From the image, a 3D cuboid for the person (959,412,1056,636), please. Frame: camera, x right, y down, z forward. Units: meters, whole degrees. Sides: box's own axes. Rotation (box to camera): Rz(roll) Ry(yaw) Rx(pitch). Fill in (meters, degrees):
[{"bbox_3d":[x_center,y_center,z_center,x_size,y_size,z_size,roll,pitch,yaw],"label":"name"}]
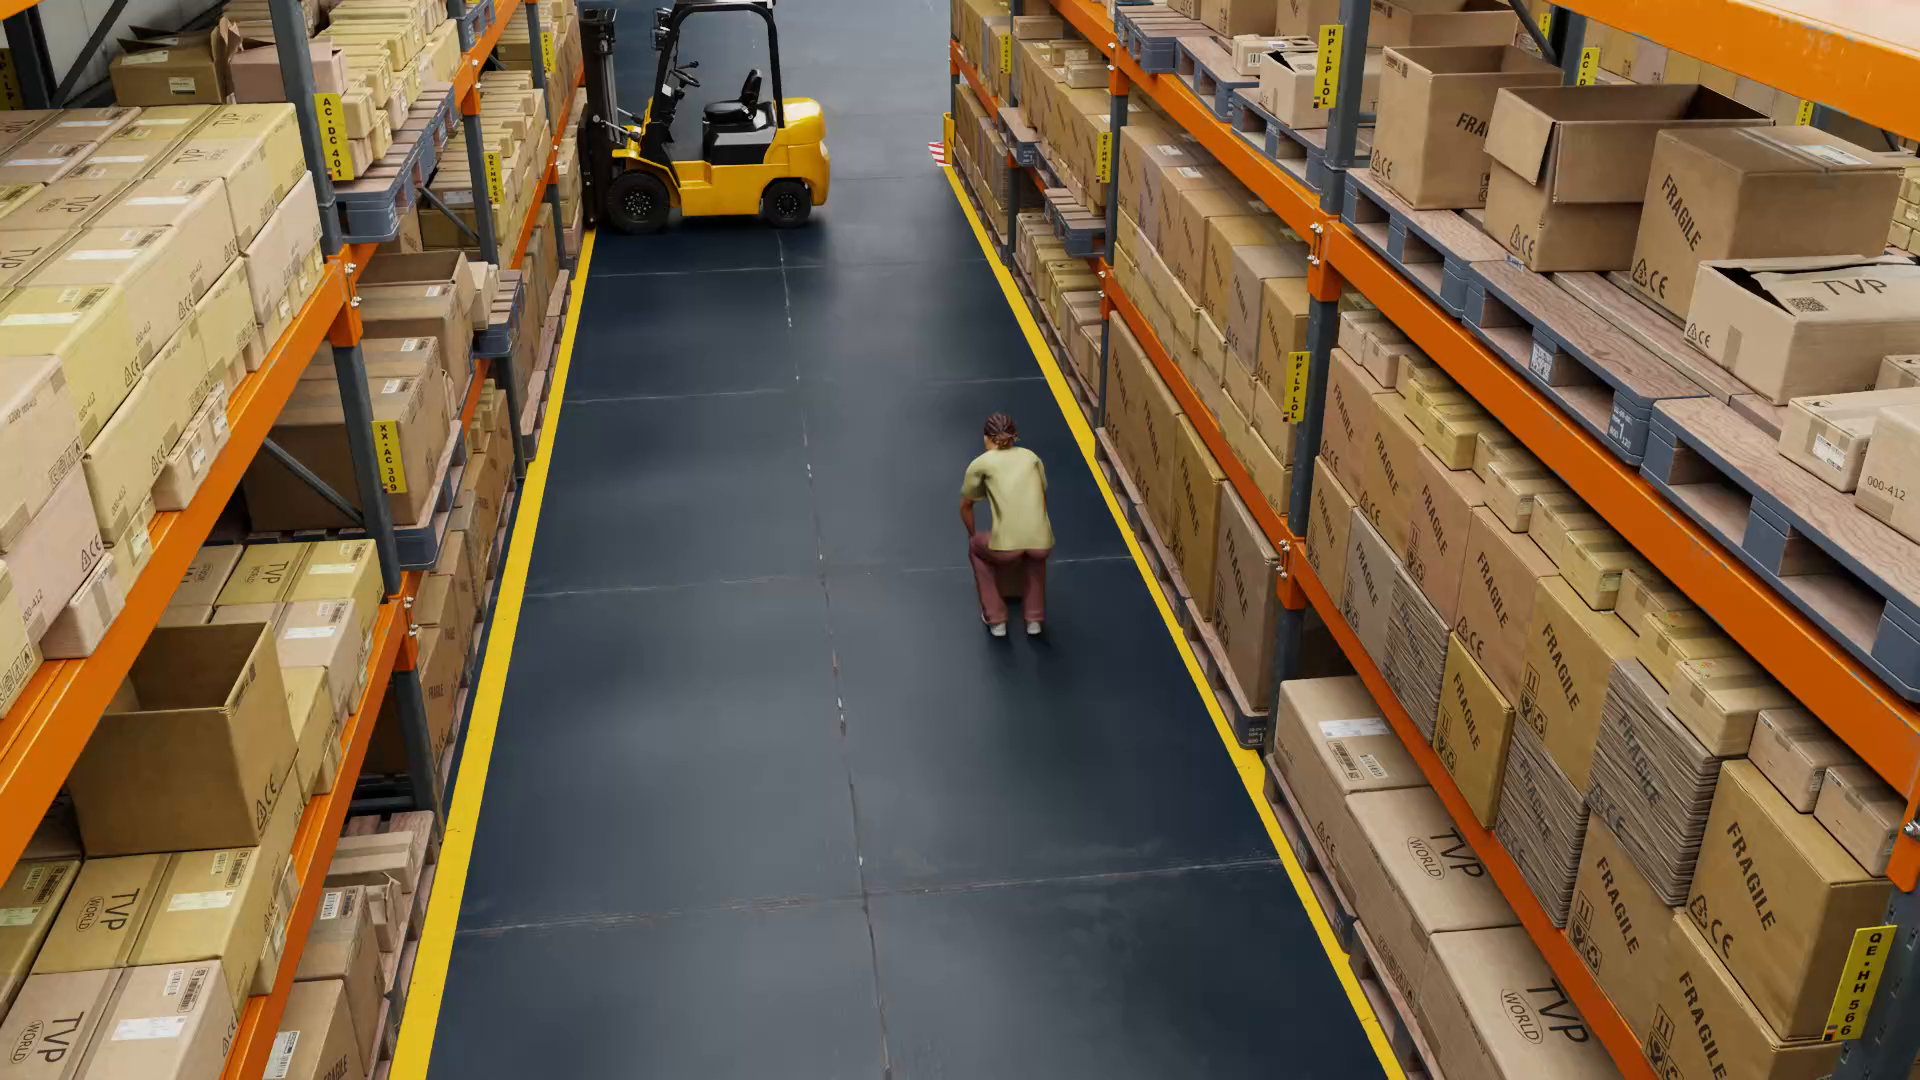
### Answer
[{"bbox_3d":[0.260,0.005,9.301,0.506,1.046,0.729,-4,27,-7],"label":"person"}]
